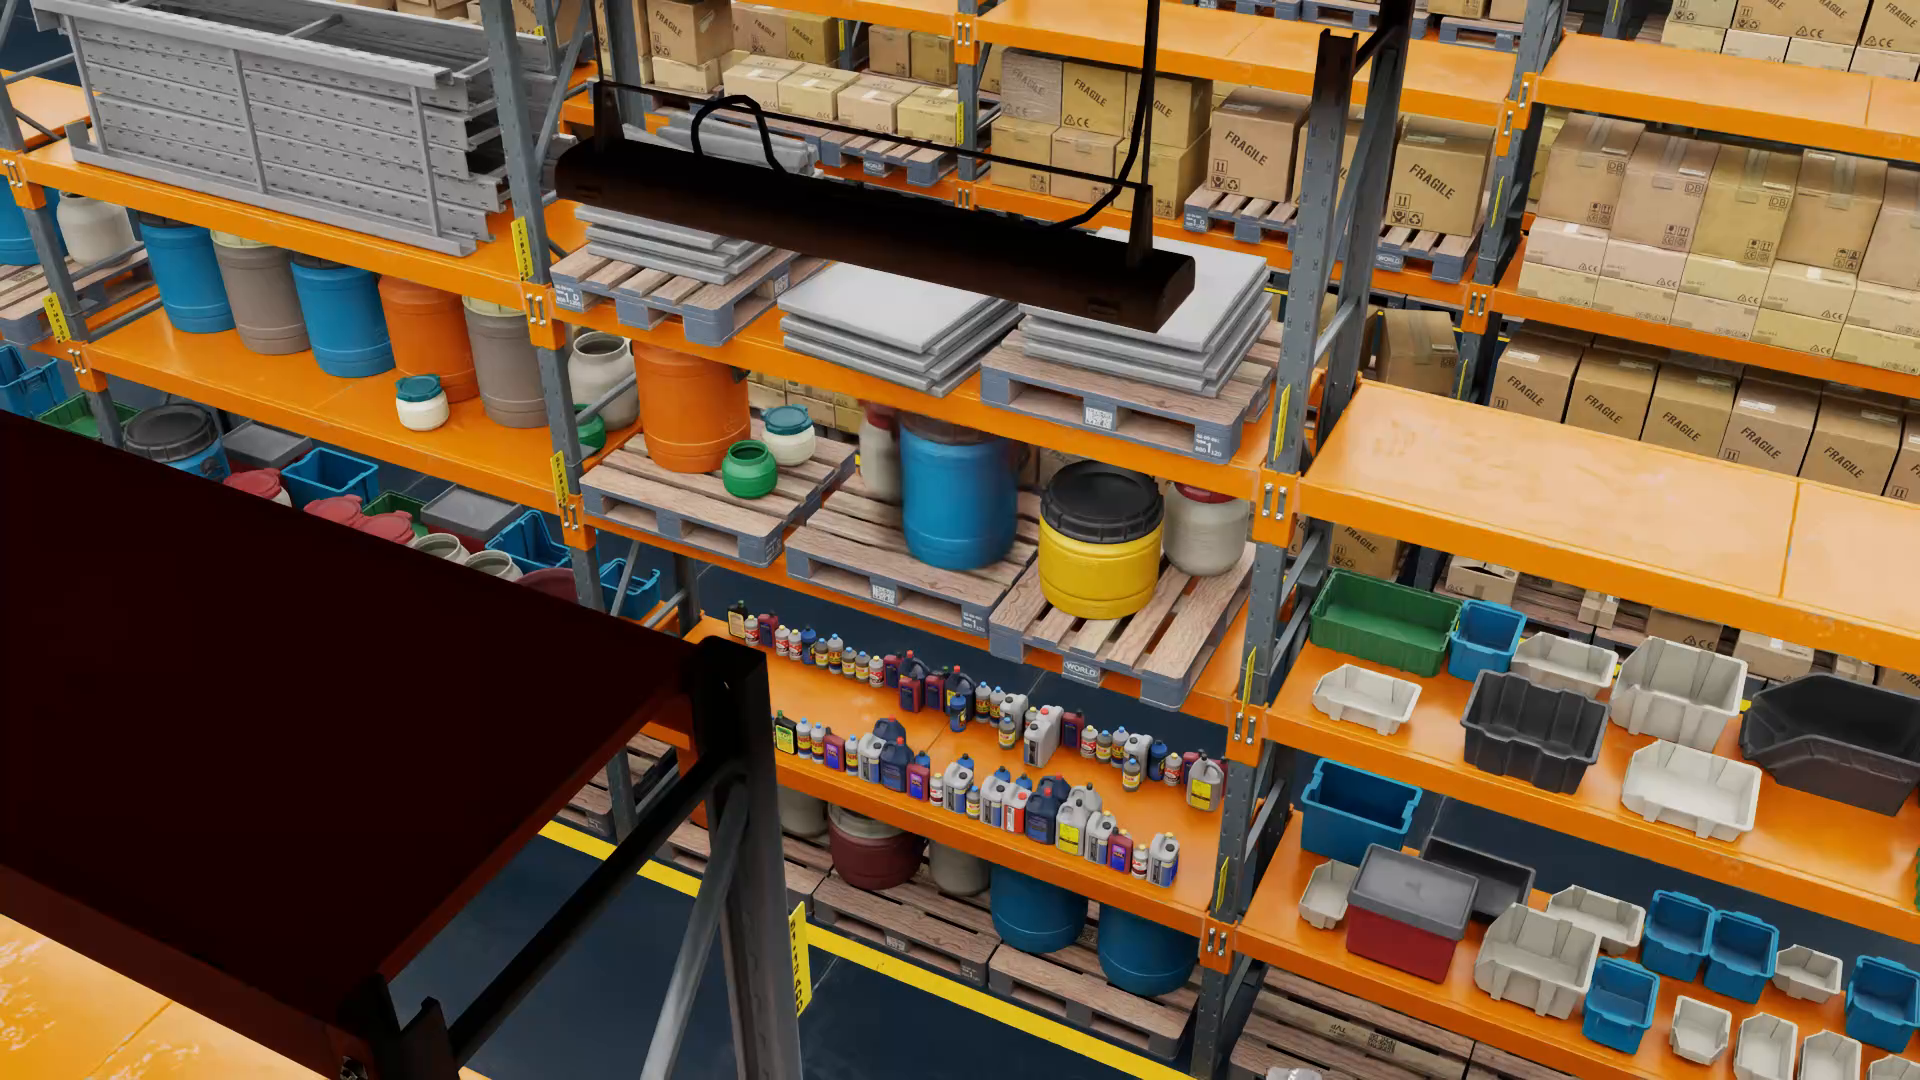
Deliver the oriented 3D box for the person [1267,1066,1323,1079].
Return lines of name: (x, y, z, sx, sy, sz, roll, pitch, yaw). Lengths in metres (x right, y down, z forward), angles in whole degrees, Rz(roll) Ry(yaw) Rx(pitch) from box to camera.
person: (1.620, 3.081, 7.905, 0.918, 1.538, 0.494, 15, 38, 20)

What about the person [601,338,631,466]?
person: (-2.993, -1.180, 14.053, 0.790, 1.773, 0.597, 0, 35, -1)
